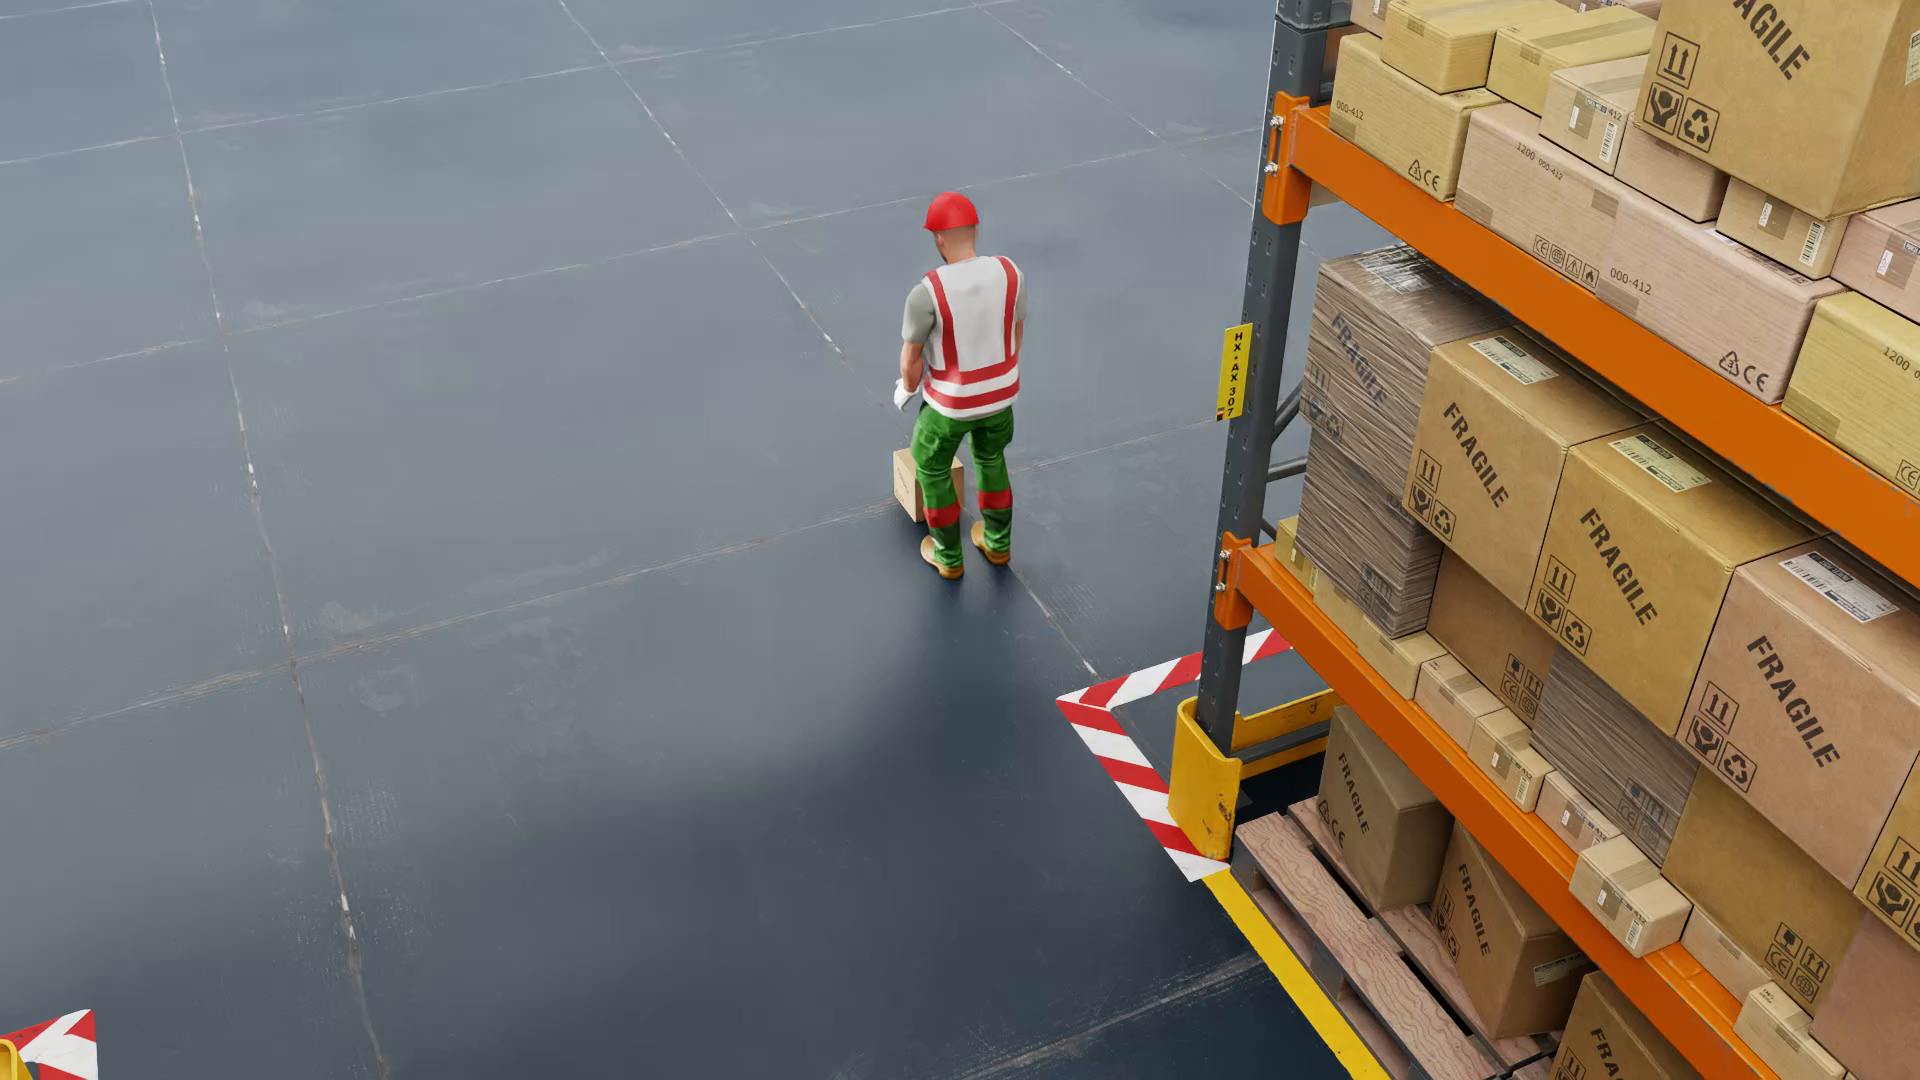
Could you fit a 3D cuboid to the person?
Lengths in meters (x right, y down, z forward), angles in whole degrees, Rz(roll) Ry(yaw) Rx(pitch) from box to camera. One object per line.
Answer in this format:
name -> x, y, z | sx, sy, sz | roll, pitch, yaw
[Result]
person -> 0.000, -0.621, 6.997 | 0.541, 1.745, 0.443 | -15, 39, -19
